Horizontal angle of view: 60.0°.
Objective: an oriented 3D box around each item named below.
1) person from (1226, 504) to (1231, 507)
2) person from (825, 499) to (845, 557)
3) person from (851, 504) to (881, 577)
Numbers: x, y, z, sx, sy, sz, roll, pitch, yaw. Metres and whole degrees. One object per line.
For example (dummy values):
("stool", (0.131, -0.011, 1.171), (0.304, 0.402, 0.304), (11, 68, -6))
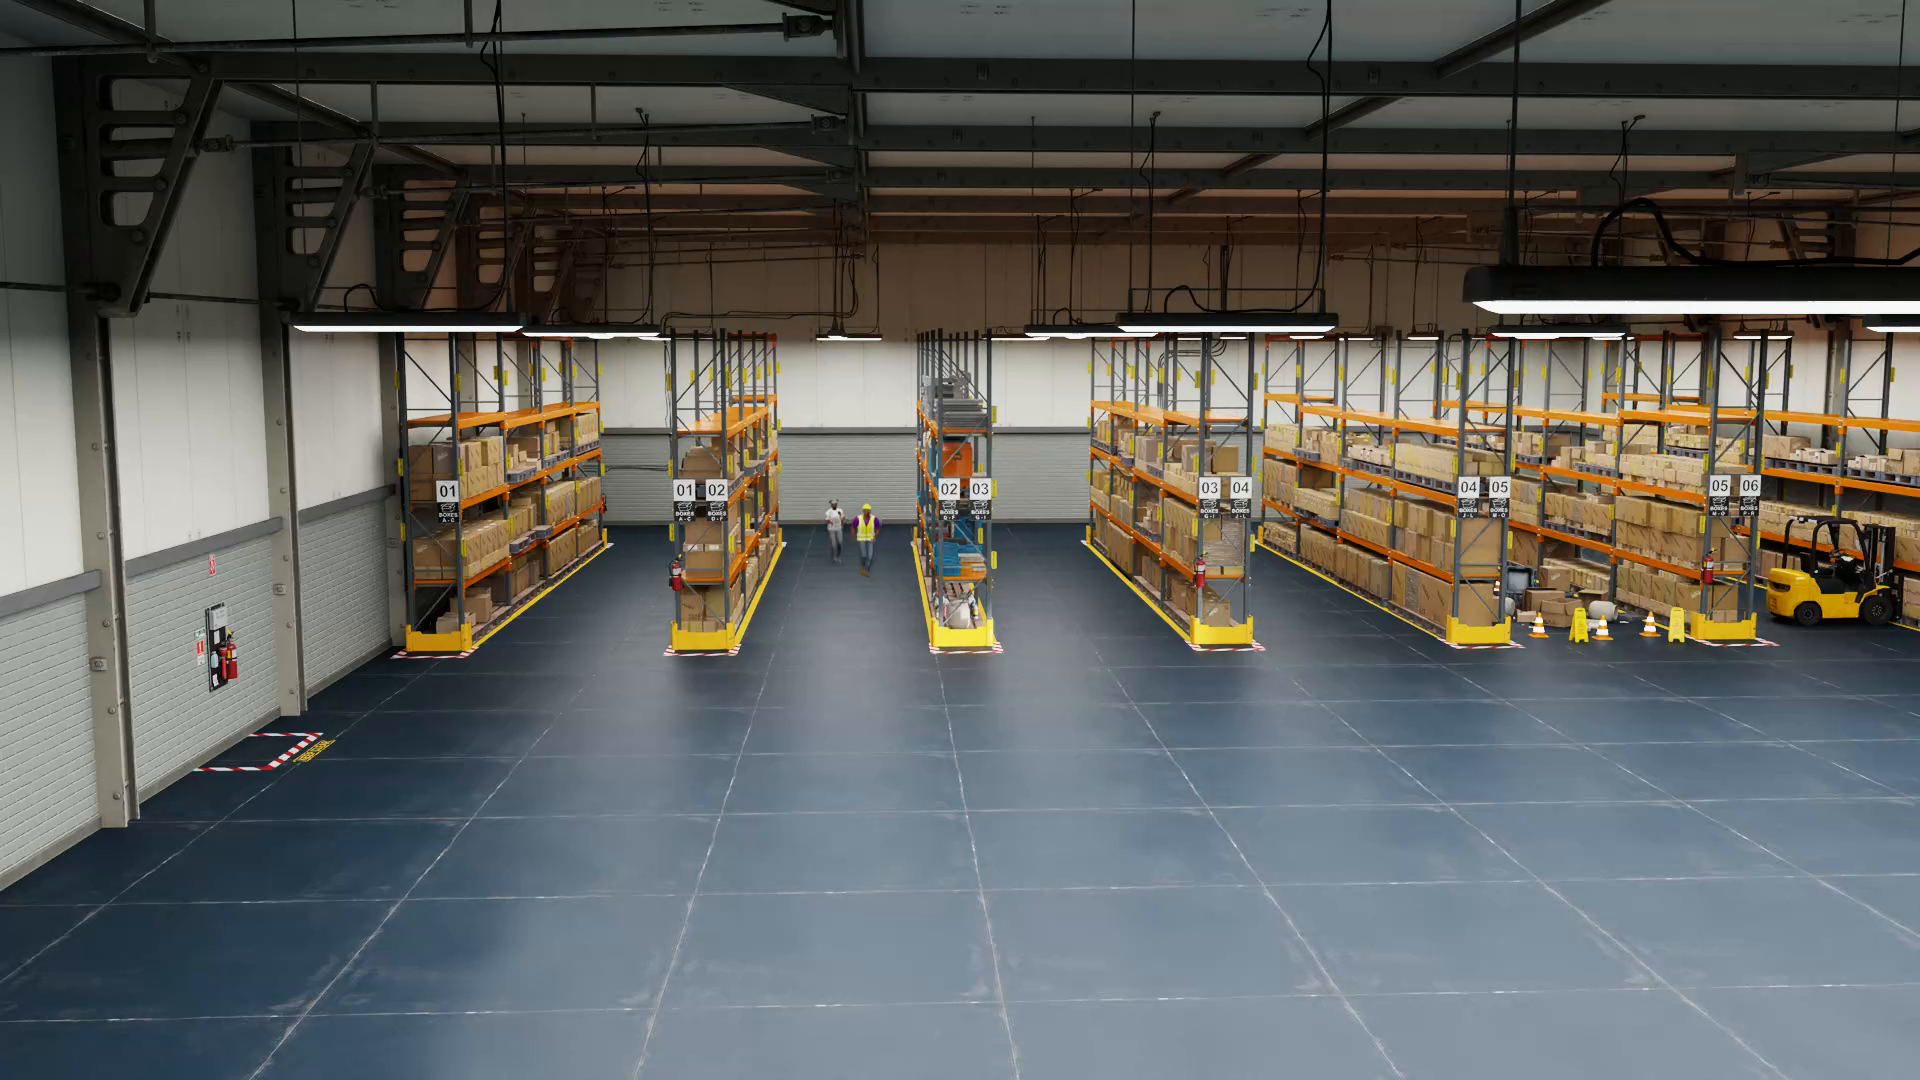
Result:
("person", (7.478, -0.678, 47.135), (0.528, 1.456, 0.642), (0, 7, 4))
("person", (-3.263, -0.302, 43.612), (0.548, 1.584, 0.668), (-1, 7, -9))
("person", (-2.184, 0.017, 38.725), (0.694, 1.723, 0.574), (-1, 7, -8))
